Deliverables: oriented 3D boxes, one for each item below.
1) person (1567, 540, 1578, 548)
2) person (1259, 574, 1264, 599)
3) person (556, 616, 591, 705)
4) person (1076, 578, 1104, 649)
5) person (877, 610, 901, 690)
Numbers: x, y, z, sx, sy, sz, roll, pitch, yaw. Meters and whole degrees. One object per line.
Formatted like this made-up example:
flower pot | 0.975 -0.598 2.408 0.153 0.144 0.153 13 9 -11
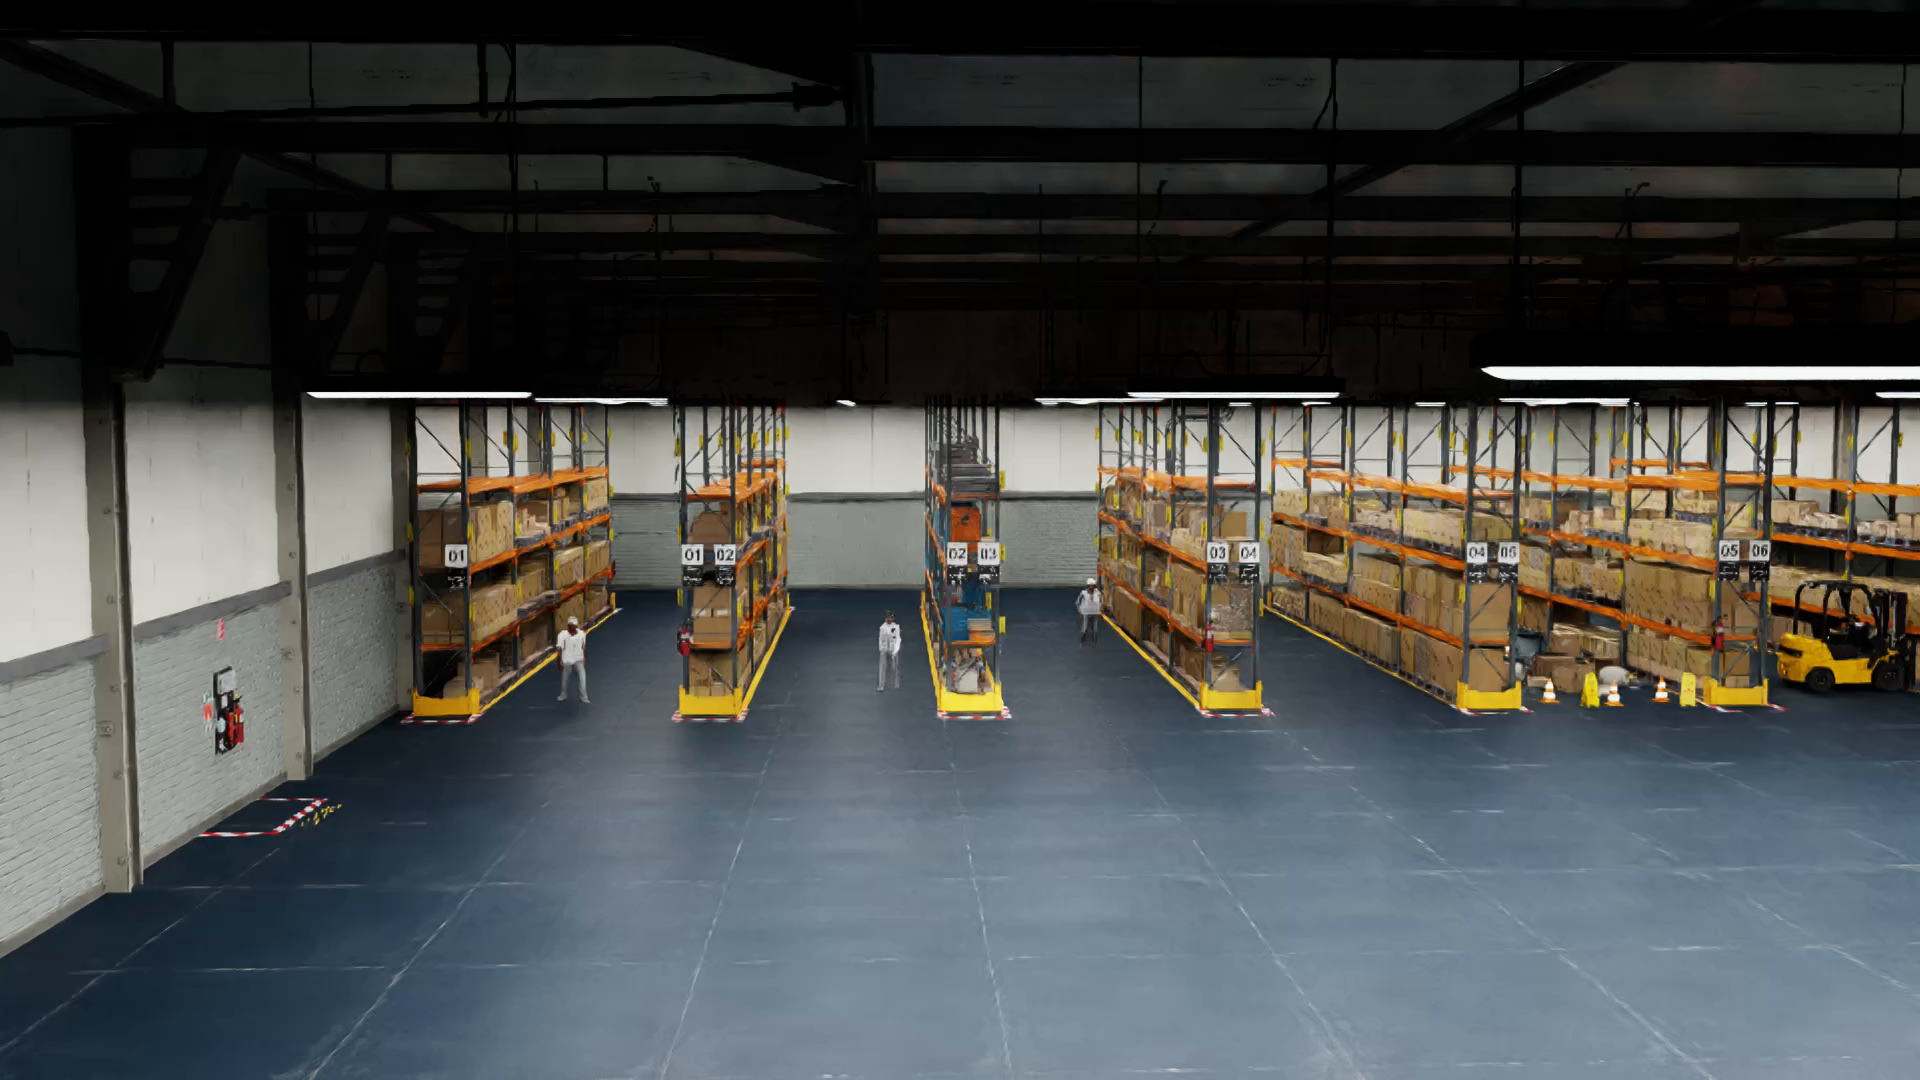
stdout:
person | 19.235 0.771 52.086 0.416 1.659 0.627 -3 6 -37
person | 7.727 1.453 43.955 0.580 1.614 0.507 0 5 -4
person | -7.515 2.326 32.260 0.618 1.726 0.960 -2 5 -26
person | 3.097 1.744 39.571 0.677 1.725 0.574 0 5 -5
person | -1.426 2.222 33.849 0.482 1.621 0.997 0 5 6
